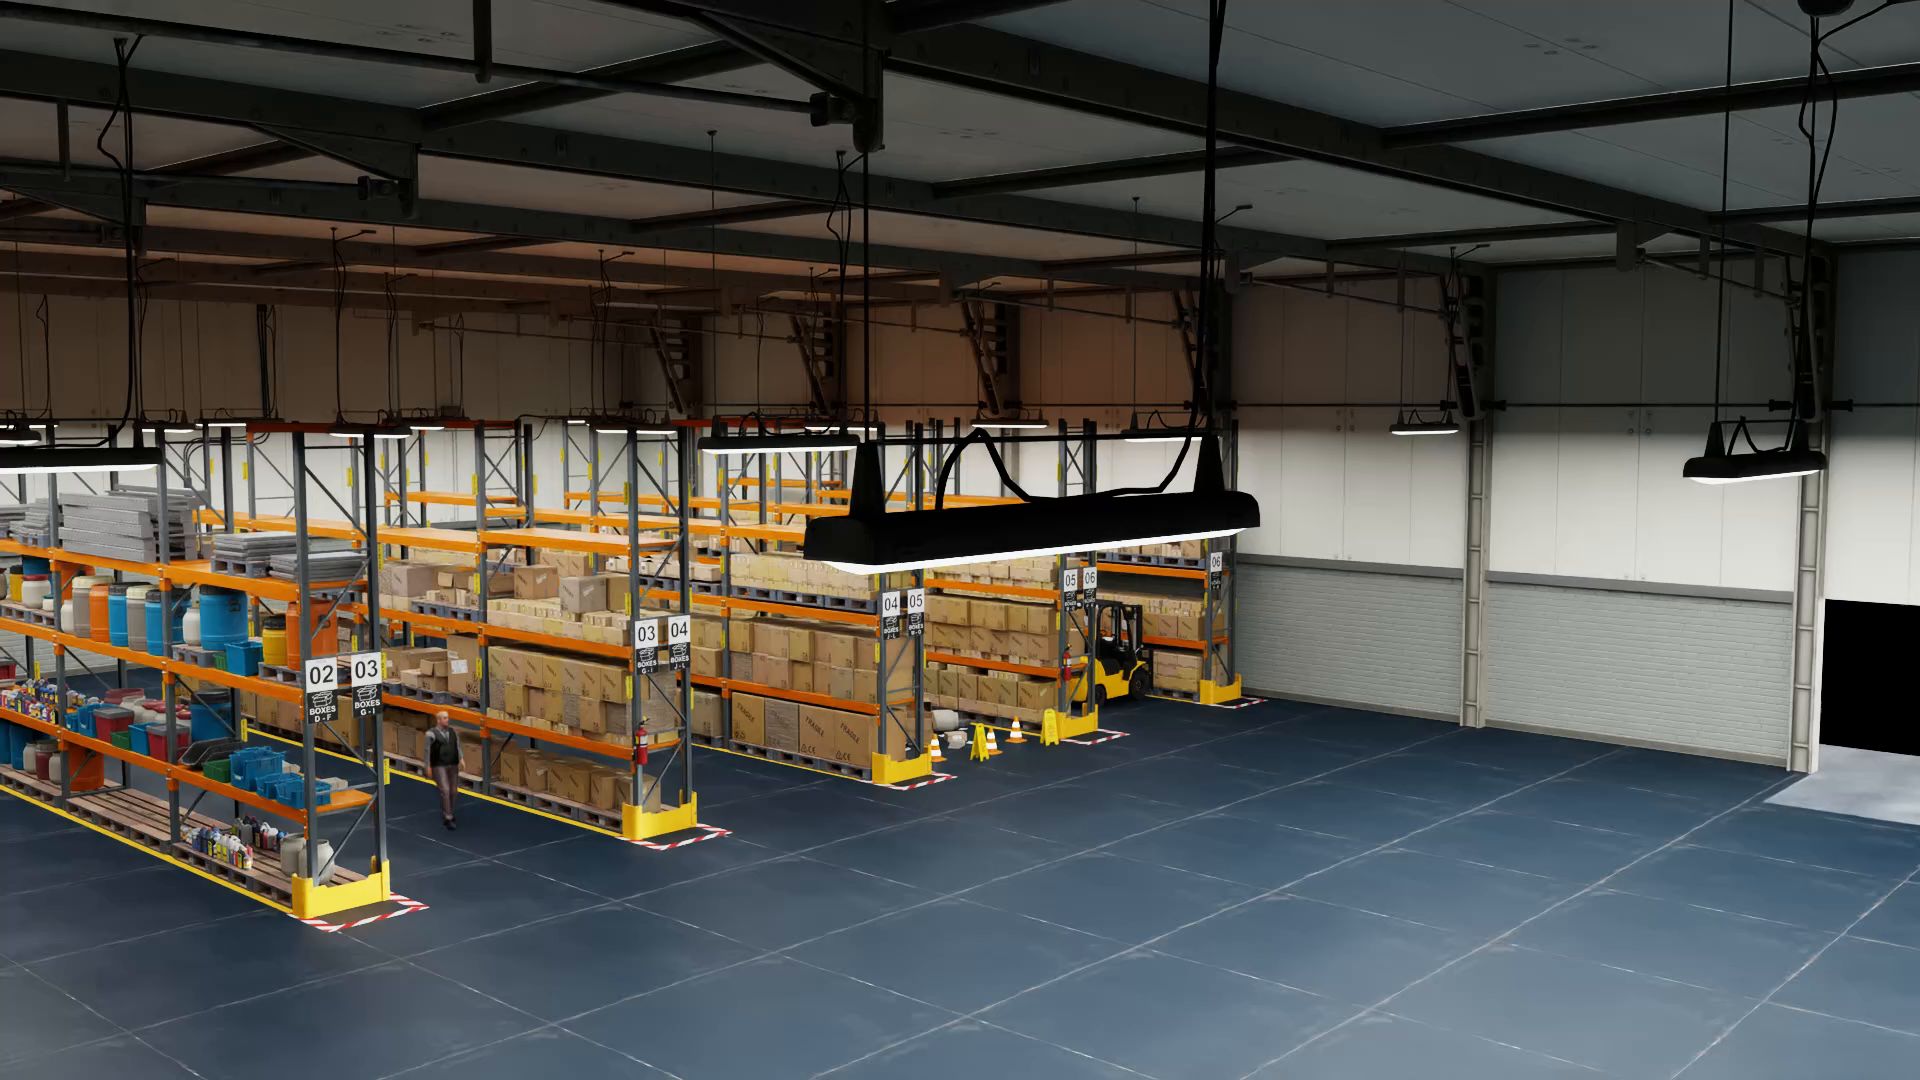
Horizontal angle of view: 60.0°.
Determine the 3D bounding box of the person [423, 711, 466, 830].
[{"bbox_3d":[-7.684,3.455,25.055,0.766,1.715,0.558,4,6,42],"label":"person"}]
